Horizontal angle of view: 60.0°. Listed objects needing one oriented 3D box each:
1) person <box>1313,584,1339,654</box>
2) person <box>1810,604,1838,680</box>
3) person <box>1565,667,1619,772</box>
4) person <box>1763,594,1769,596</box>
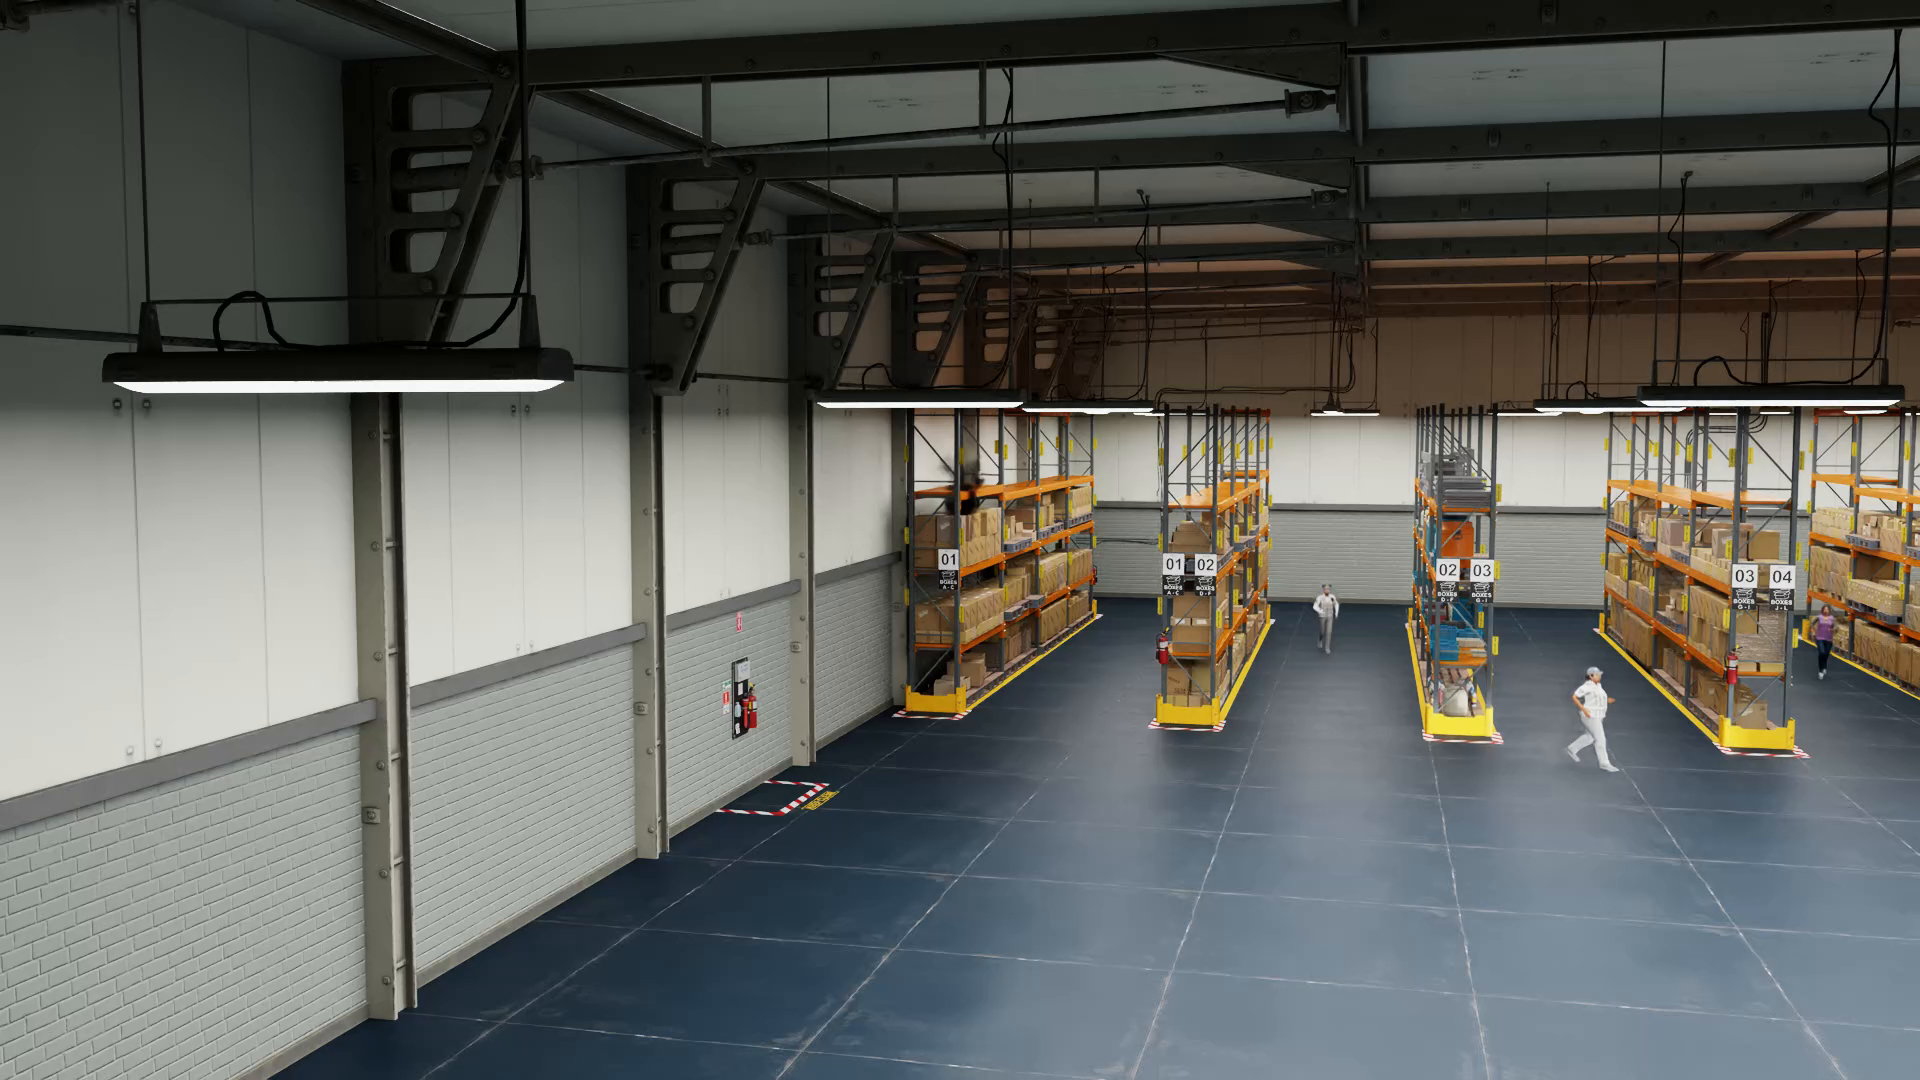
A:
[{"bbox_3d":[9.005,1.910,40.880,0.641,1.702,0.781,0,4,3],"label":"person"},{"bbox_3d":[19.110,2.239,36.774,0.511,1.643,0.722,1,4,14],"label":"person"},{"bbox_3d":[10.328,2.897,27.156,0.942,1.654,0.606,4,6,41],"label":"person"},{"bbox_3d":[20.583,1.787,42.768,0.639,1.629,0.655,2,4,21],"label":"person"}]
